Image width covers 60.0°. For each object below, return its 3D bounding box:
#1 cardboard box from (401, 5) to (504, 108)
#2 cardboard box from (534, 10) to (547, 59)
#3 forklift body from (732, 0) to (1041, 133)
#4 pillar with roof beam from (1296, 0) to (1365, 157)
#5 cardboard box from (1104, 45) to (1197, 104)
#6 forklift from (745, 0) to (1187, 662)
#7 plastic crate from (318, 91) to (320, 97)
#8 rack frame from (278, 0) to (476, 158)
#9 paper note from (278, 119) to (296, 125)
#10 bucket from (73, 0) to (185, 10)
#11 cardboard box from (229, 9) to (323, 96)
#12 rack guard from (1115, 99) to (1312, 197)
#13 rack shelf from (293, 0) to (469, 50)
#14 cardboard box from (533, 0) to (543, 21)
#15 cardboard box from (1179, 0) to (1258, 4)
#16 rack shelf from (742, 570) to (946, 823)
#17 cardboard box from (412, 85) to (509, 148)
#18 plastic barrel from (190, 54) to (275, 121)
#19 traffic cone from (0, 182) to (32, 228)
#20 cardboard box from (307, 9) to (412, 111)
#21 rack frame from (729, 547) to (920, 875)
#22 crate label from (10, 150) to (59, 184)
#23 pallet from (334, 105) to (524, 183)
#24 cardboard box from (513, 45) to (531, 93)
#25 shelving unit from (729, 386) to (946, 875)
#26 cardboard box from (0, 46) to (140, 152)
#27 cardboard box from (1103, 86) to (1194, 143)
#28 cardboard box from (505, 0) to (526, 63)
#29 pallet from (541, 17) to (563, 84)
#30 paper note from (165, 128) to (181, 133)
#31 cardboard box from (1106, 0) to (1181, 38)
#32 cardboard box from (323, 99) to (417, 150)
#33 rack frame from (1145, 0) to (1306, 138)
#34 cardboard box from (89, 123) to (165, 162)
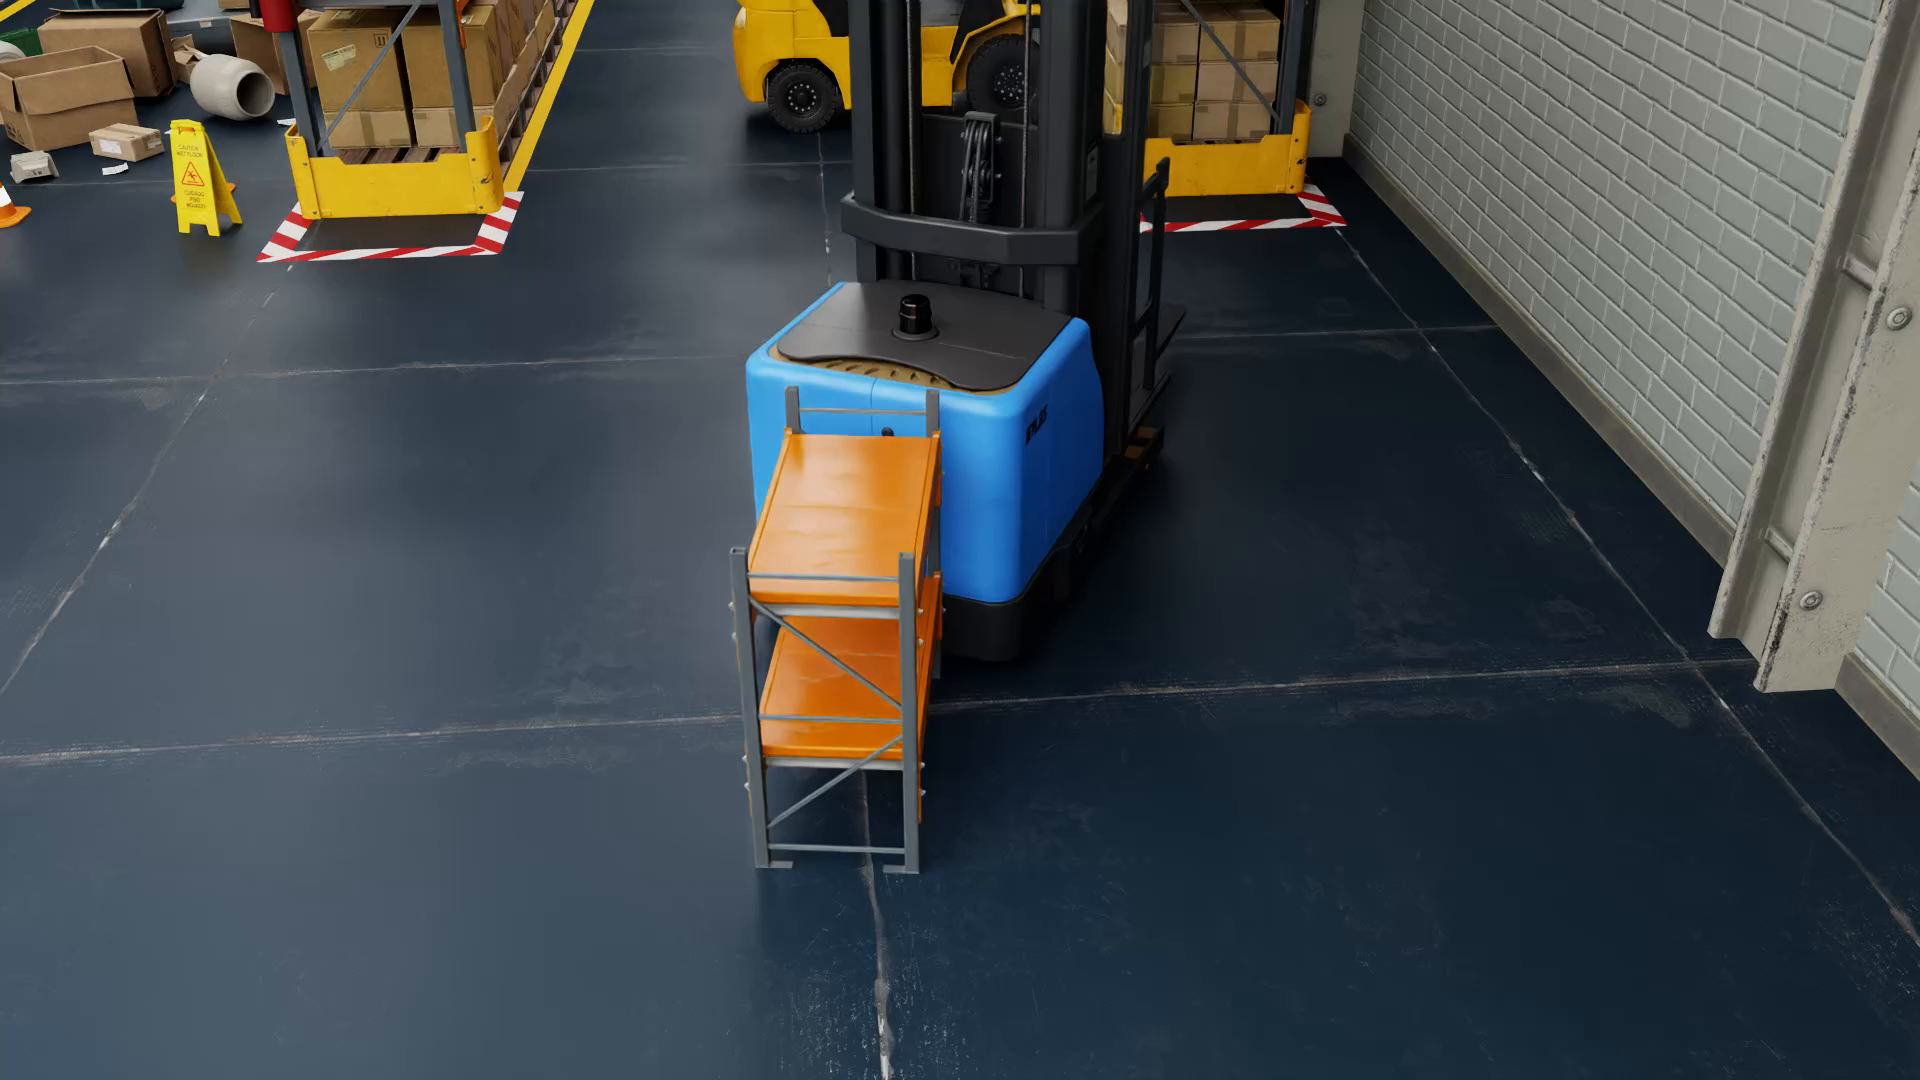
[{"bbox_3d":[-3.187,-3.044,10.461,0.500,0.500,0.500,-4,31,-6],"label":"cardboard box"},{"bbox_3d":[-3.375,-3.766,12.402,0.500,0.250,0.500,-4,31,-6],"label":"cardboard box"},{"bbox_3d":[-0.436,-4.041,11.417,2.313,2.155,1.214,-3,31,-5],"label":"forklift body"},{"bbox_3d":[-1.896,-6.292,8.509,9.100,9.000,0.400,-3,31,-5],"label":"pillar with roof beam"},{"bbox_3d":[1.201,-2.972,10.585,0.500,0.250,0.500,-3,31,-5],"label":"cardboard box"},{"bbox_3d":[0.254,-1.569,6.519,1.130,2.935,3.031,11,33,18],"label":"forklift"},{"bbox_3d":[-4.427,-3.233,12.084,0.402,0.080,0.583,-14,33,-22],"label":"plastic crate"},{"bbox_3d":[-3.384,-3.285,9.324,1.000,3.000,0.127,-3,31,-5],"label":"rack frame"},{"bbox_3d":[-4.692,-2.931,11.627,0.142,0.019,0.148,-14,33,-22],"label":"paper note"},{"bbox_3d":[-6.368,-4.326,12.778,0.726,0.611,0.620,8,22,13],"label":"bucket"},{"bbox_3d":[-5.012,-3.643,12.358,0.500,0.500,0.500,20,36,29],"label":"cardboard box"},{"bbox_3d":[1.560,-2.439,10.346,1.175,0.500,0.348,-3,31,-5],"label":"rack guard"},{"bbox_3d":[-3.571,-3.997,11.218,1.077,0.370,4.000,-3,31,-5],"label":"rack shelf"},{"bbox_3d":[-3.386,-4.100,12.229,0.500,0.500,0.500,-2,31,-4],"label":"cardboard box"},{"bbox_3d":[1.651,-3.463,10.919,0.500,0.250,0.500,-3,31,-5],"label":"cardboard box"},{"bbox_3d":[-0.345,0.468,5.347,0.538,0.278,1.000,2,31,3],"label":"rack shelf"},{"bbox_3d":[-3.184,-2.710,10.633,0.500,0.250,0.500,-3,31,-5],"label":"cardboard box"},{"bbox_3d":[-5.084,-3.161,11.629,0.512,0.421,0.421,20,36,29],"label":"plastic barrel"},{"bbox_3d":[-5.782,-2.126,9.859,0.336,0.463,0.334,-3,31,-5],"label":"traffic cone"},{"bbox_3d":[-3.718,-3.003,10.393,0.500,0.500,0.500,-3,31,-4],"label":"cardboard box"},{"bbox_3d":[-0.373,0.518,4.785,0.500,1.125,0.032,2,31,3],"label":"rack frame"},{"bbox_3d":[-5.917,-2.385,10.609,0.250,0.136,0.298,-20,36,-30],"label":"crate label"},{"bbox_3d":[-3.432,-2.543,10.801,1.003,0.211,1.213,-3,31,-5],"label":"pallet"},{"bbox_3d":[-3.288,-3.249,11.535,0.500,0.250,0.500,-1,31,-1],"label":"cardboard box"},{"bbox_3d":[-0.345,0.258,5.221,0.538,1.125,1.048,2,31,3],"label":"shelving unit"},{"bbox_3d":[-6.069,-2.988,11.262,0.637,0.503,0.797,27,40,37],"label":"cardboard box"},{"bbox_3d":[1.199,-2.749,10.699,0.500,0.250,0.500,-3,31,-4],"label":"cardboard box"},{"bbox_3d":[-3.279,-3.567,11.337,0.500,0.500,0.500,-2,31,-4],"label":"cardboard box"},{"bbox_3d":[-3.660,-3.789,12.887,1.003,0.211,1.213,-3,31,-5],"label":"pallet"},{"bbox_3d":[-5.384,-2.833,11.475,0.148,0.019,0.142,8,32,13],"label":"paper note"},{"bbox_3d":[1.151,-3.434,10.871,0.500,0.250,0.500,-2,31,-4],"label":"cardboard box"},{"bbox_3d":[-3.730,-2.697,10.611,0.500,0.250,0.500,-3,31,-5],"label":"cardboard box"},{"bbox_3d":[1.558,-3.524,9.725,1.000,3.000,0.127,-3,31,-5],"label":"rack frame"},{"bbox_3d":[-5.517,-2.633,11.013,0.380,0.149,0.250,13,33,21],"label":"cardboard box"}]
